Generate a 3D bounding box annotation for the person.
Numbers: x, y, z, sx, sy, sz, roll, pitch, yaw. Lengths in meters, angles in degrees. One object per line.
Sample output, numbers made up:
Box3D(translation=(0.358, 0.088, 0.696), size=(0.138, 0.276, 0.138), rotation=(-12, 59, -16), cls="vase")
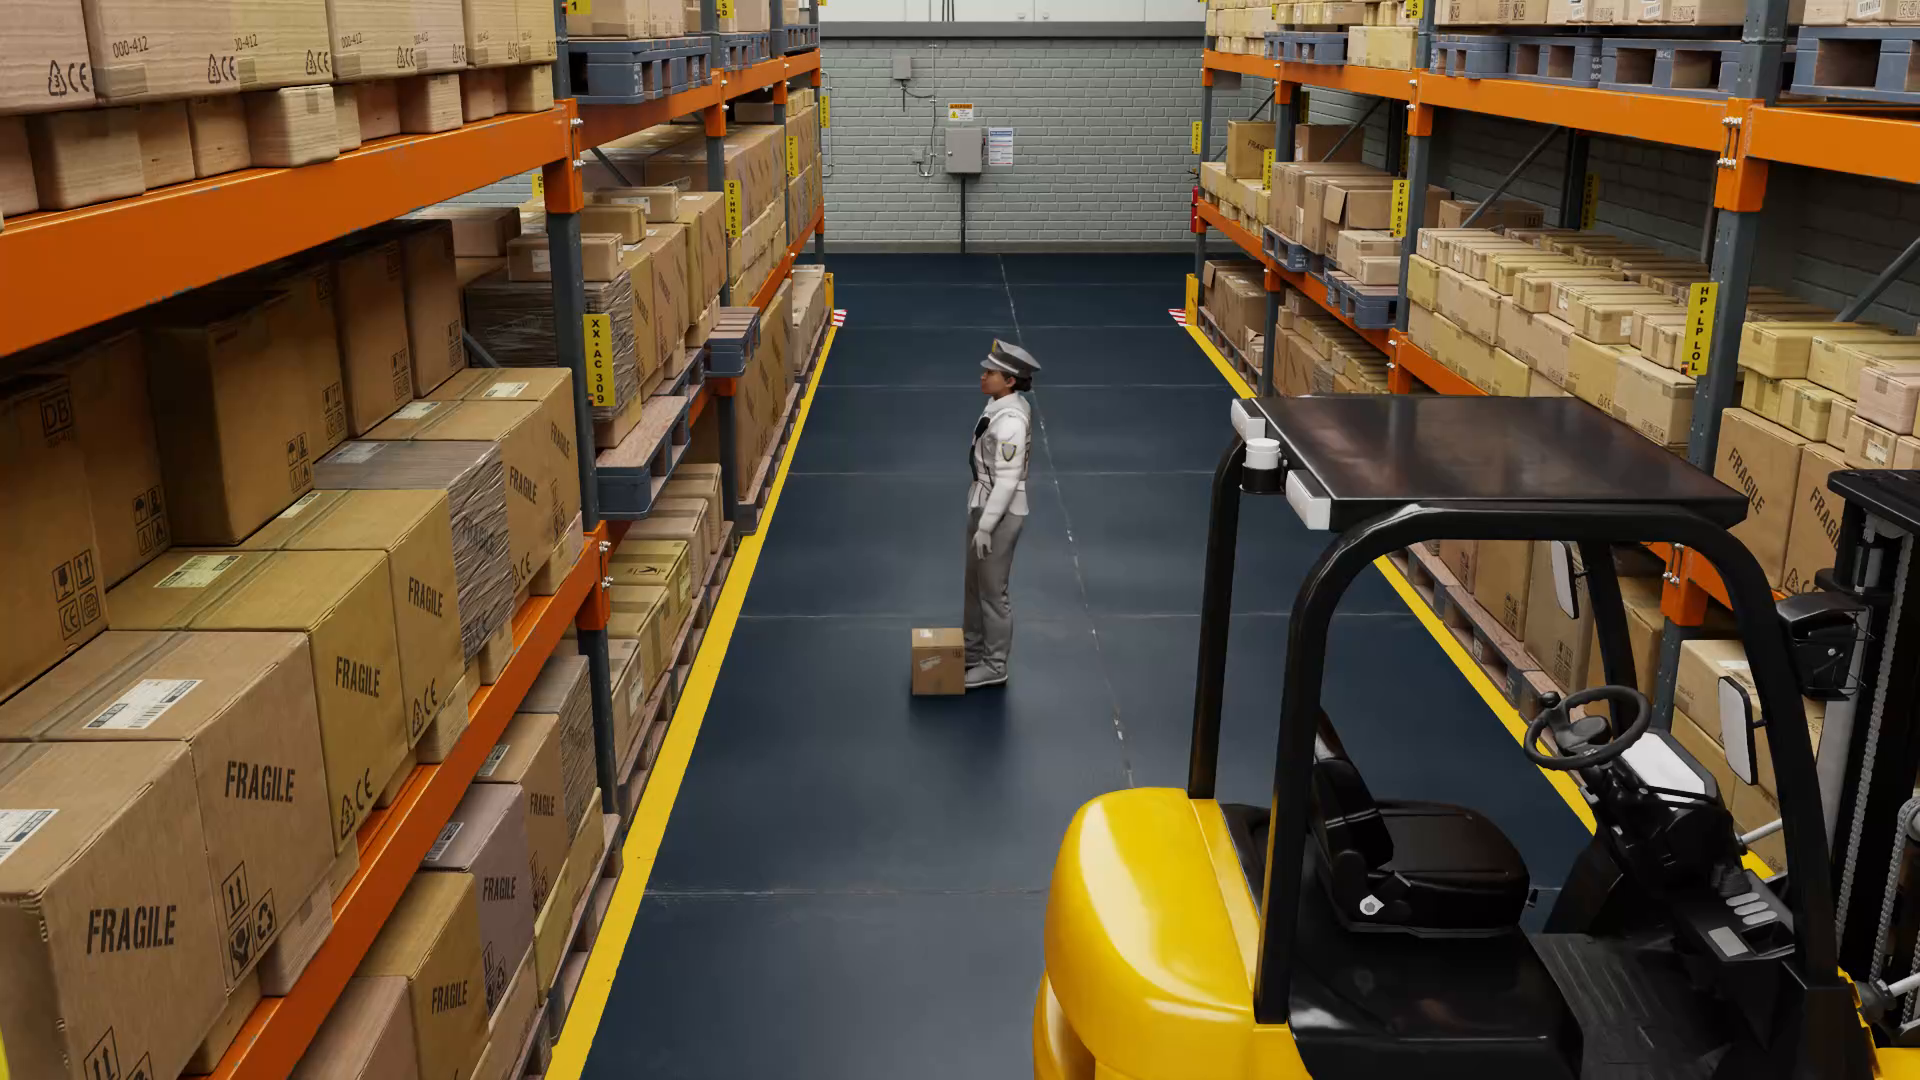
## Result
Box3D(translation=(0.100, -0.120, 7.846), size=(0.534, 1.695, 0.581), rotation=(0, 17, -1), cls="person")
